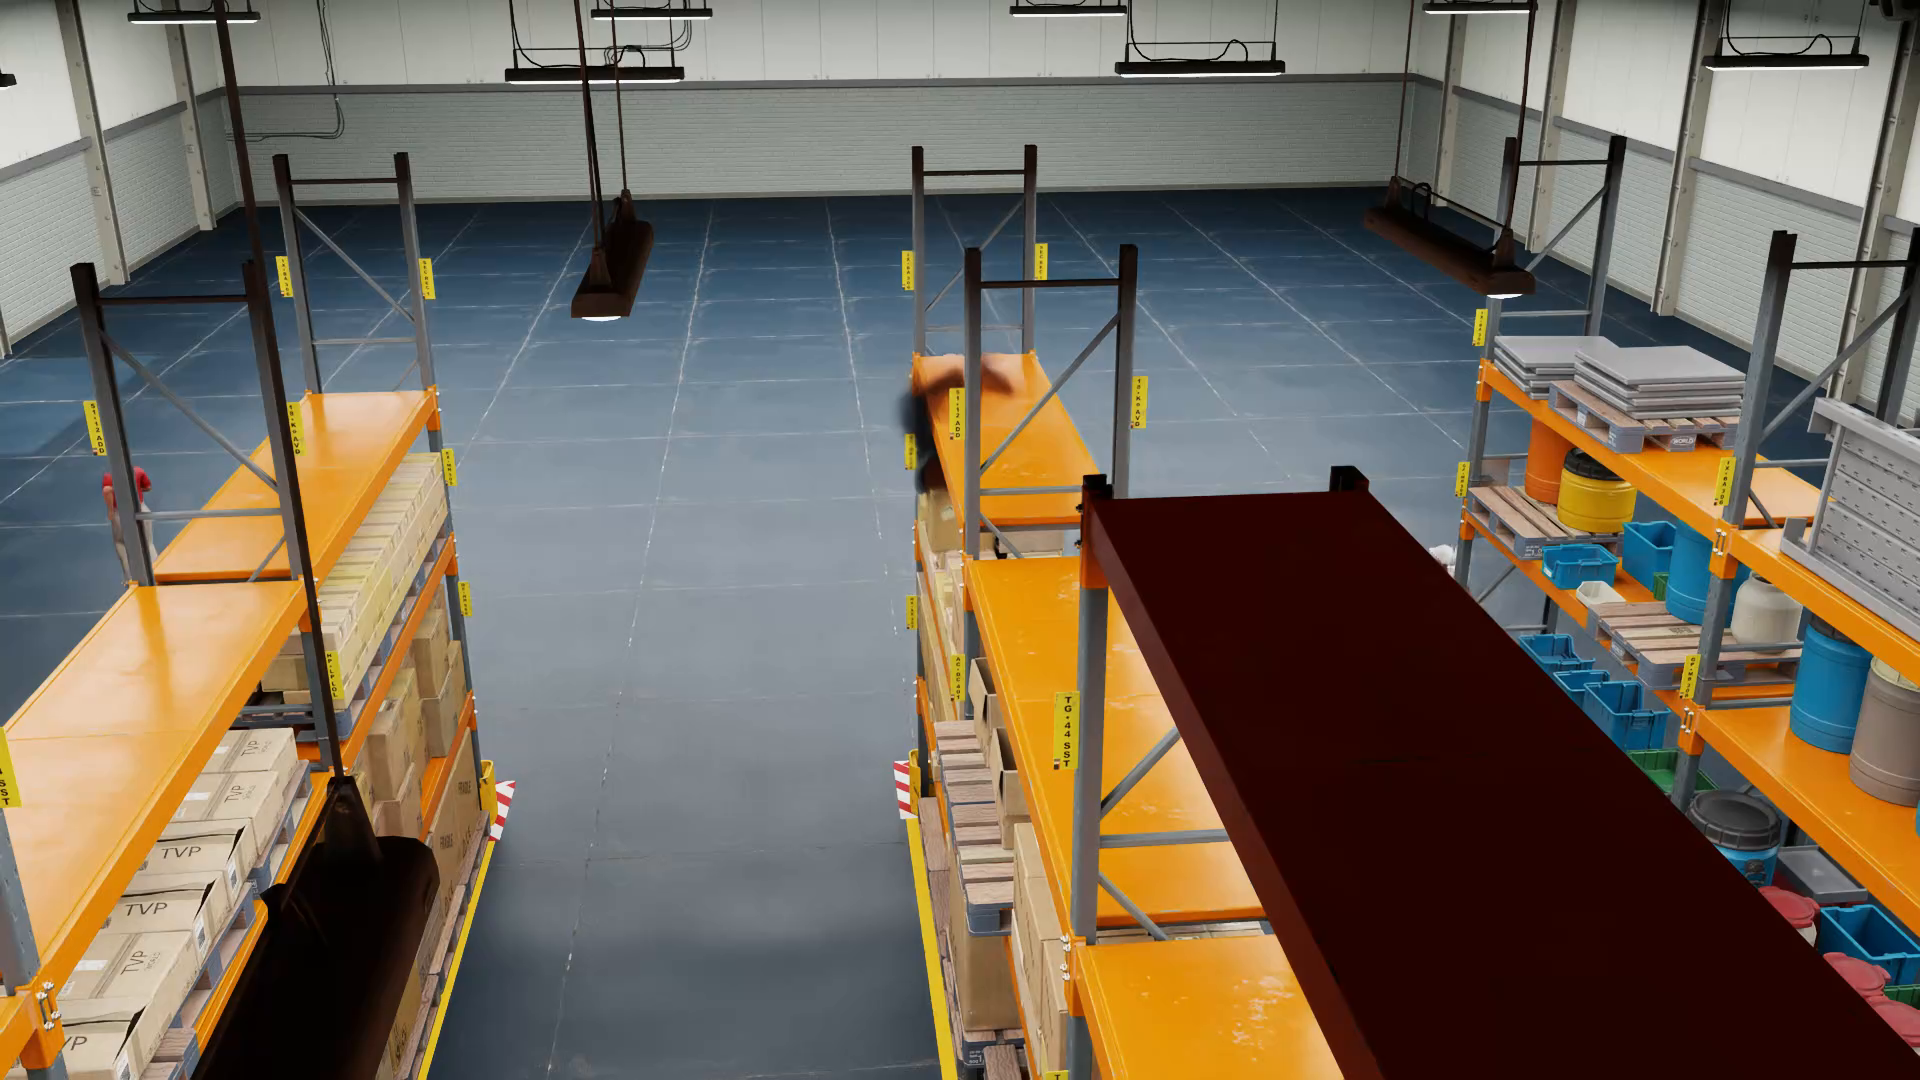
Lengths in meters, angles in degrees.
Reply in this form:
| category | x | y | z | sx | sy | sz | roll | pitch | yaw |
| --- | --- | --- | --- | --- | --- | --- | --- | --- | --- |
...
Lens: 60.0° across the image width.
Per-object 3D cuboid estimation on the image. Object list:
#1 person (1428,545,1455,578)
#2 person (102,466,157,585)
| category | x | y | z | sx | sy | sz | roll | pitch | yaw |
| --- | --- | --- | --- | --- | --- | --- | --- | --- | --- |
| person | 4.909 | 0.870 | 17.099 | 0.857 | 1.767 | 0.703 | 12 | 25 | 27 |
| person | -9.879 | -0.200 | 19.877 | 0.643 | 1.817 | 0.884 | -20 | 29 | -41 |
